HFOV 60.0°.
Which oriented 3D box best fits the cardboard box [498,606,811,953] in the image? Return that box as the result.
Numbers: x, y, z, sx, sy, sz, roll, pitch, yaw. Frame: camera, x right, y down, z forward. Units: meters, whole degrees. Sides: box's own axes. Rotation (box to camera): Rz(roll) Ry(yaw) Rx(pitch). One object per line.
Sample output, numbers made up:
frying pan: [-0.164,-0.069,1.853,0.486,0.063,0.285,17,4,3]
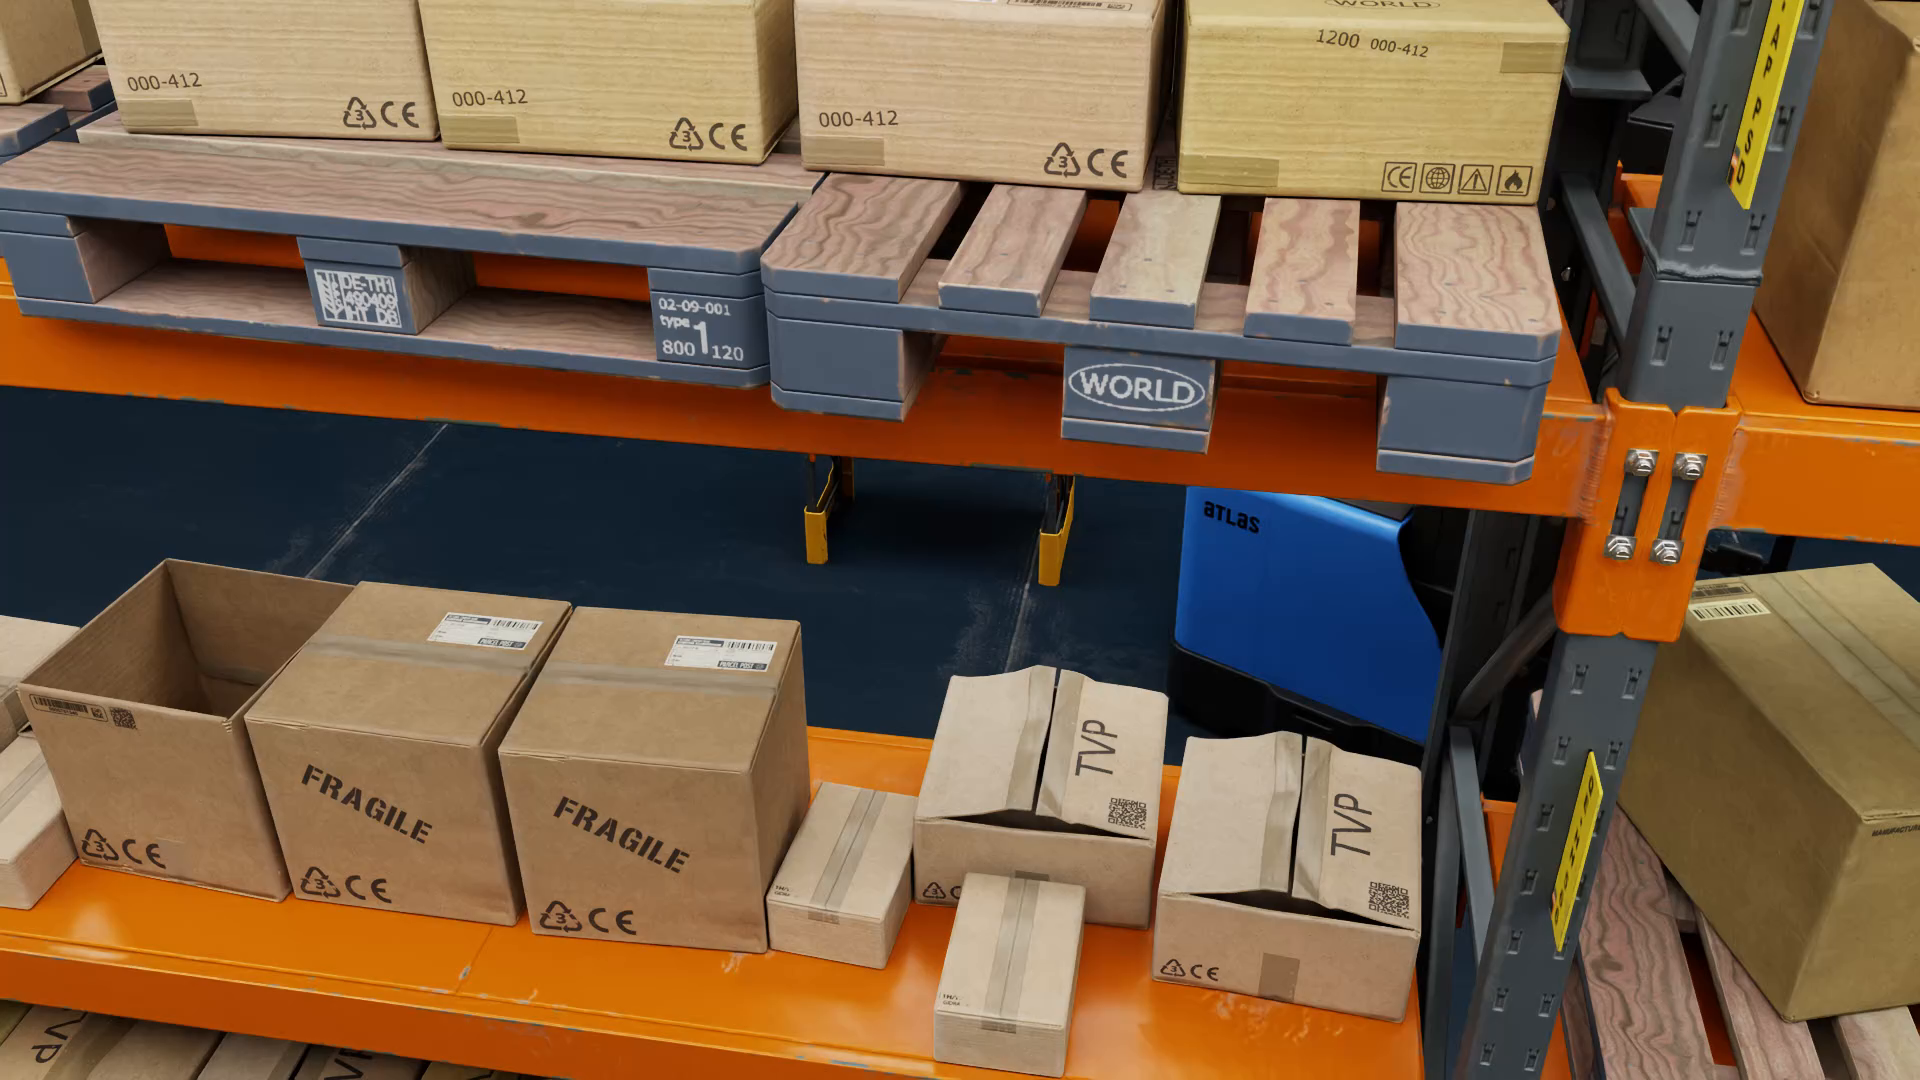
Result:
cardboard box: [-0.620,0.499,3.531,0.500,0.500,0.500,3,32,6]

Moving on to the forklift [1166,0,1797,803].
forklift: [2.260,-0.357,5.057,3.031,2.935,1.130,21,38,30]

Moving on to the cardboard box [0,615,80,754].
cardboard box: [-2.413,0.411,3.908,0.500,0.250,0.500,7,33,11]

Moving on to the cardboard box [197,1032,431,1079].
cardboard box: [-1.538,1.336,3.956,0.500,0.311,0.500,4,32,7]

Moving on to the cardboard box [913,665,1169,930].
cardboard box: [0.188,0.540,3.645,0.500,0.311,0.500,5,32,8]

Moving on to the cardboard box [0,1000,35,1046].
cardboard box: [-2.541,1.243,4.104,0.500,0.311,0.500,5,32,8]

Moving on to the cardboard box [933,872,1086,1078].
cardboard box: [0.104,0.854,3.296,0.250,0.149,0.380,5,32,8]

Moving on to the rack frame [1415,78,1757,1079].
rack frame: [1.037,0.683,3.332,0.127,3.000,1.000,5,32,8]

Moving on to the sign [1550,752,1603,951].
sign: [0.947,0.483,2.560,0.005,0.325,0.100,5,32,8]

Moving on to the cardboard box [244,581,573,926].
cardboard box: [-1.139,0.452,3.606,0.500,0.500,0.500,5,32,8]

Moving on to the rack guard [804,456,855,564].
rack guard: [-0.566,-0.157,7.266,0.087,0.250,0.587,5,32,8]

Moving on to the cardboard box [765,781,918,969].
cardboard box: [-0.230,0.705,3.533,0.250,0.149,0.380,8,33,12]

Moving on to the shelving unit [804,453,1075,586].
shelving unit: [-0.075,-0.643,6.863,1.083,1.500,0.587,5,32,8]

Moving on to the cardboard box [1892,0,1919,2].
cardboard box: [1.466,-1.013,2.177,0.500,0.500,0.500,5,32,8]

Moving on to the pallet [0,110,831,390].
pallet: [-0.750,-0.621,2.765,1.213,0.211,1.003,7,33,10]

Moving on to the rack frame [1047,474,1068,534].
rack frame: [0.417,-0.598,6.792,0.032,1.500,0.500,5,32,8]

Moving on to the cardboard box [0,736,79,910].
cardboard box: [-2.067,0.618,3.672,0.250,0.149,0.380,5,32,8]

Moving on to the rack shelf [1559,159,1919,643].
rack shelf: [3.008,-0.105,2.442,4.000,0.370,1.077,5,32,8]

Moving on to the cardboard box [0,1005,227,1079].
cardboard box: [-2.048,1.290,4.029,0.500,0.311,0.500,5,32,8]

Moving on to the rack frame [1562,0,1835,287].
rack frame: [1.037,-1.860,1.740,0.127,3.000,1.000,5,32,8]

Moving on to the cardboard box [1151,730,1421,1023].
cardboard box: [0.686,0.665,3.444,0.500,0.311,0.500,7,33,11]

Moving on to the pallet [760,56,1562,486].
pallet: [0.353,-0.522,2.608,1.003,0.211,1.213,7,33,10]

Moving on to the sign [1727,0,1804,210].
sign: [0.935,-0.552,1.915,0.005,0.325,0.100,5,32,8]

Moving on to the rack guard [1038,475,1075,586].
rack guard: [0.416,-0.068,7.124,0.087,0.250,0.587,5,32,8]

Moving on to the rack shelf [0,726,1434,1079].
rack shelf: [-0.935,0.809,3.808,4.000,0.370,1.077,5,32,8]

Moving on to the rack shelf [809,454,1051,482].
rack shelf: [-0.084,-0.491,6.960,1.000,0.185,0.538,5,32,8]

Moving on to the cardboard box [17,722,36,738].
cardboard box: [-2.008,0.365,3.966,0.258,0.266,0.396,4,32,7]

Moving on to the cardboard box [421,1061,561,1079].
cardboard box: [-1.025,1.379,3.886,0.500,0.311,0.500,6,33,10]

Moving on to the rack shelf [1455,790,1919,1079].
rack shelf: [3.008,1.166,3.237,4.000,0.370,1.077,5,32,8]

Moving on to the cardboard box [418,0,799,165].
cardboard box: [-0.502,-0.808,2.633,0.500,0.250,0.500,5,32,7]

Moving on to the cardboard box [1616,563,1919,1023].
cardboard box: [1.677,0.460,3.198,0.500,0.500,0.700,-5,32,-8]

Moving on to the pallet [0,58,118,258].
pallet: [-2.034,-0.793,3.042,1.217,0.209,0.805,4,32,6]

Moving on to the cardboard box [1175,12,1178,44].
cardboard box: [0.846,-2.210,7.444,0.500,0.500,0.700,2,32,4]

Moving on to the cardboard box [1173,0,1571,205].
cardboard box: [0.580,-0.714,2.482,0.500,0.250,0.500,3,32,5]

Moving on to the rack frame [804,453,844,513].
rack frame: [-0.585,-0.689,6.937,0.032,1.500,0.500,5,32,8]

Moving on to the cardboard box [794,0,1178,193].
cardboard box: [0.060,-0.751,2.542,0.500,0.250,0.500,6,33,10]

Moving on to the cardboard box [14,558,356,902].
cardboard box: [-1.632,0.408,3.677,0.500,0.500,0.500,7,33,12]

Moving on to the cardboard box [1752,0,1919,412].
cardboard box: [1.473,-0.610,2.475,0.500,0.500,0.910,5,32,8]

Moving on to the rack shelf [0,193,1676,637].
rack shelf: [-0.935,-0.462,3.012,4.000,0.370,1.077,5,32,8]

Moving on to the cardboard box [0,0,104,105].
cardboard box: [-1.758,-0.952,2.863,0.500,0.250,0.500,2,32,3]

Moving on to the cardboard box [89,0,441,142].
cardboard box: [-1.032,-0.857,2.711,0.500,0.250,0.500,3,32,4]

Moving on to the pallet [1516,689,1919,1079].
pallet: [1.717,0.788,3.345,1.003,0.211,1.213,5,32,8]
